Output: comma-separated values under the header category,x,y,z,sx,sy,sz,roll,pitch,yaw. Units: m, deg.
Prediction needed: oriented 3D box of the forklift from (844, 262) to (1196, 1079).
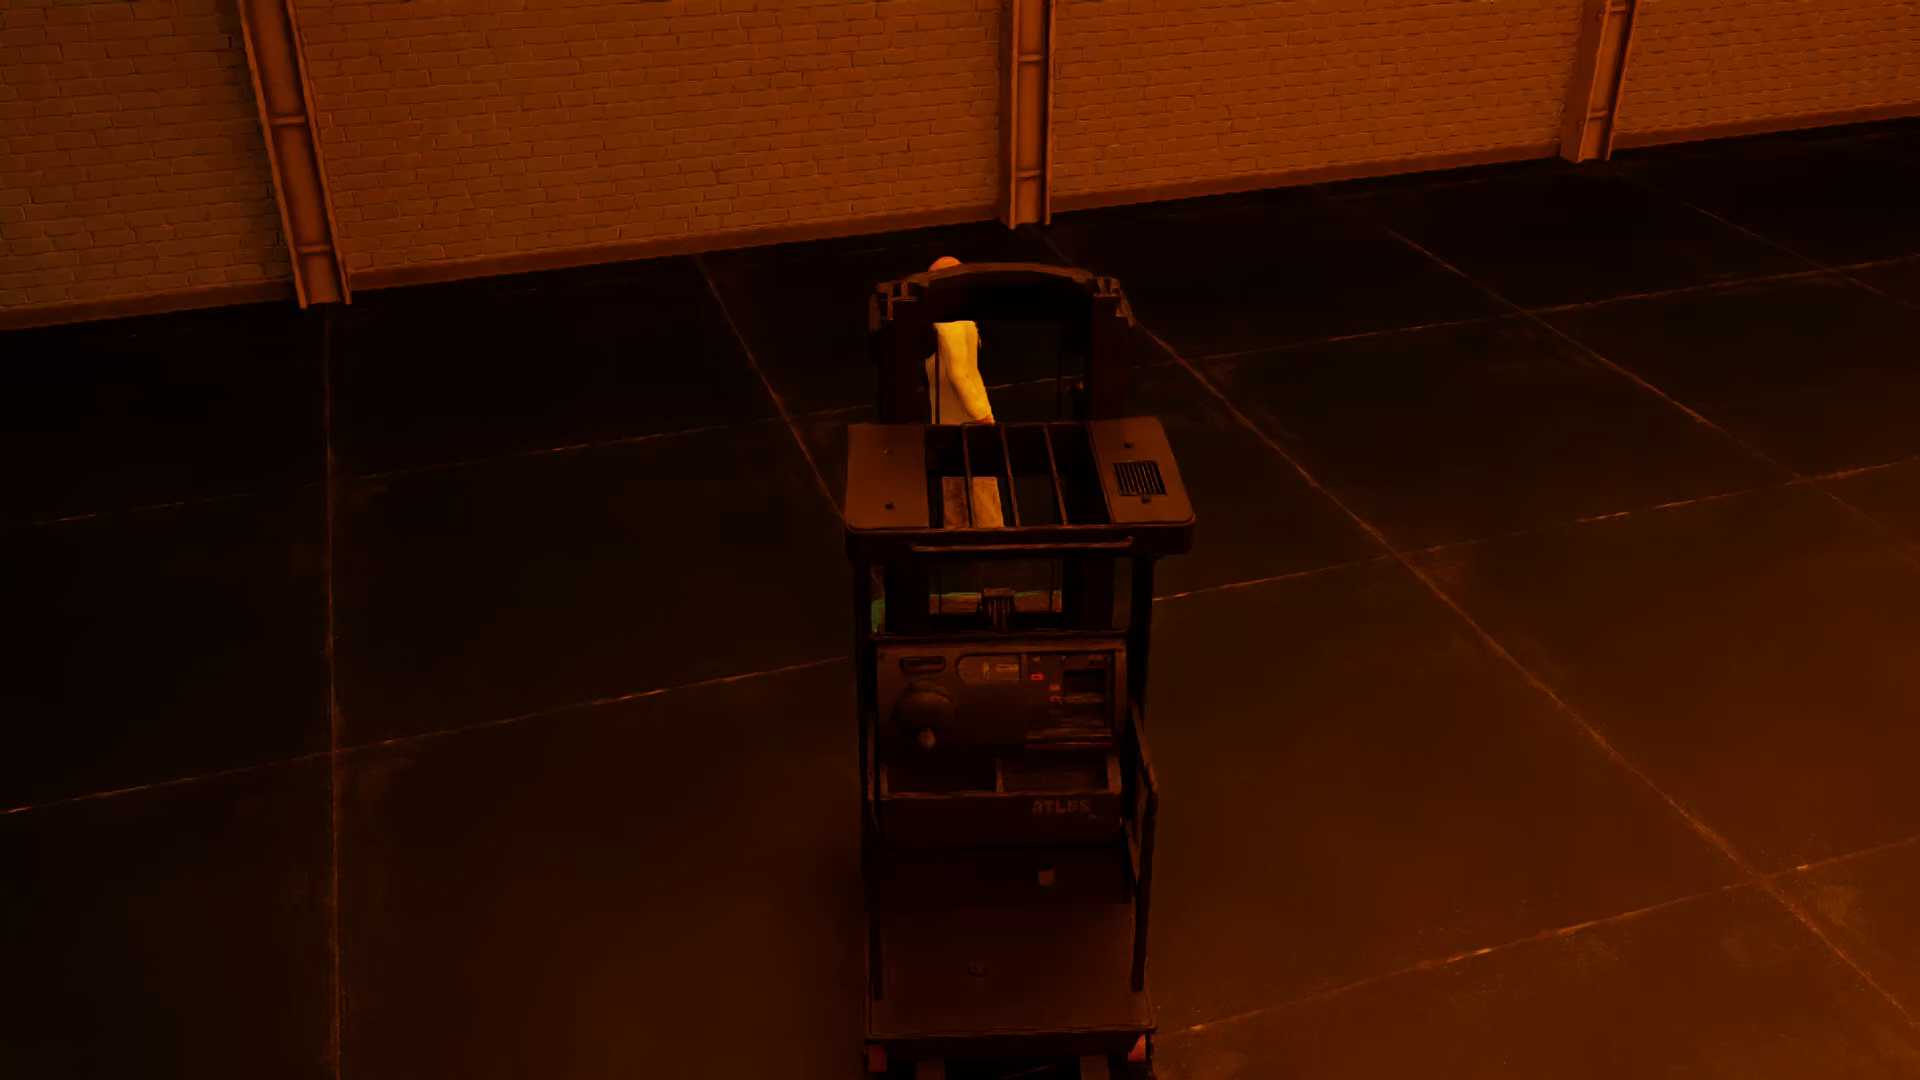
category,x,y,z,sx,sy,sz,roll,pitch,yaw
forklift,0.168,0.624,6.003,1.130,2.935,3.031,-1,30,-2

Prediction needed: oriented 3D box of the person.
category,x,y,z,sx,sy,sz,roll,pitch,yaw
person,0.088,-0.789,9.600,0.579,1.776,0.694,-10,31,-16
